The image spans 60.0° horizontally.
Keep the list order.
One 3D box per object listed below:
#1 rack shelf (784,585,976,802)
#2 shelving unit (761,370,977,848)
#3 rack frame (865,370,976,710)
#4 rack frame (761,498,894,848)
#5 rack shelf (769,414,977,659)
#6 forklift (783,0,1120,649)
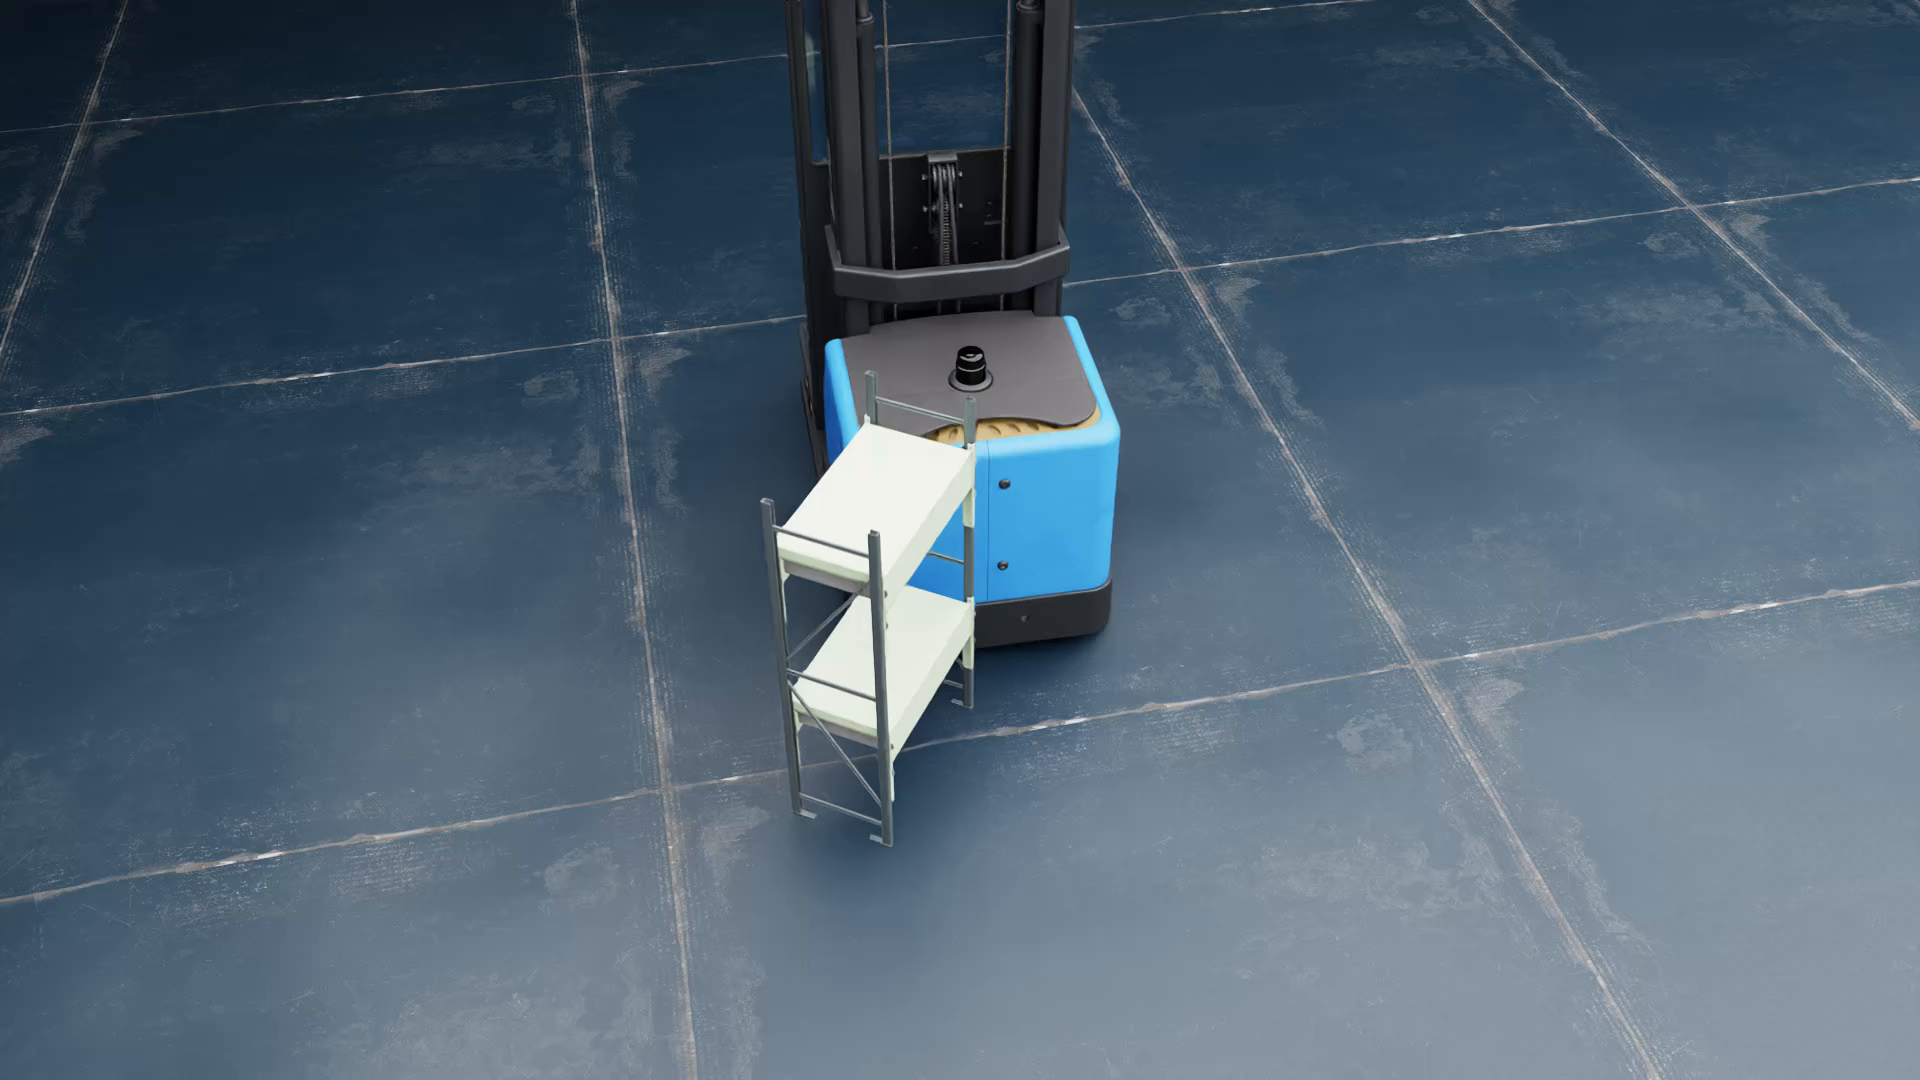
[{"bbox_3d":[-0.281,0.511,6.036,0.431,0.370,0.720,16,44,17],"label":"rack shelf"},{"bbox_3d":[-0.281,0.267,5.819,0.431,1.500,0.755,16,44,17],"label":"shelving unit"},{"bbox_3d":[-0.134,0.044,6.070,0.400,1.500,0.023,16,44,17],"label":"rack frame"},{"bbox_3d":[-0.428,0.490,5.569,0.400,1.500,0.023,16,44,17],"label":"rack frame"},{"bbox_3d":[-0.281,-0.025,5.560,0.431,0.370,0.720,16,44,17],"label":"rack shelf"},{"bbox_3d":[-0.153,-1.604,6.849,1.130,2.935,3.031,-7,42,-7],"label":"forklift"}]
